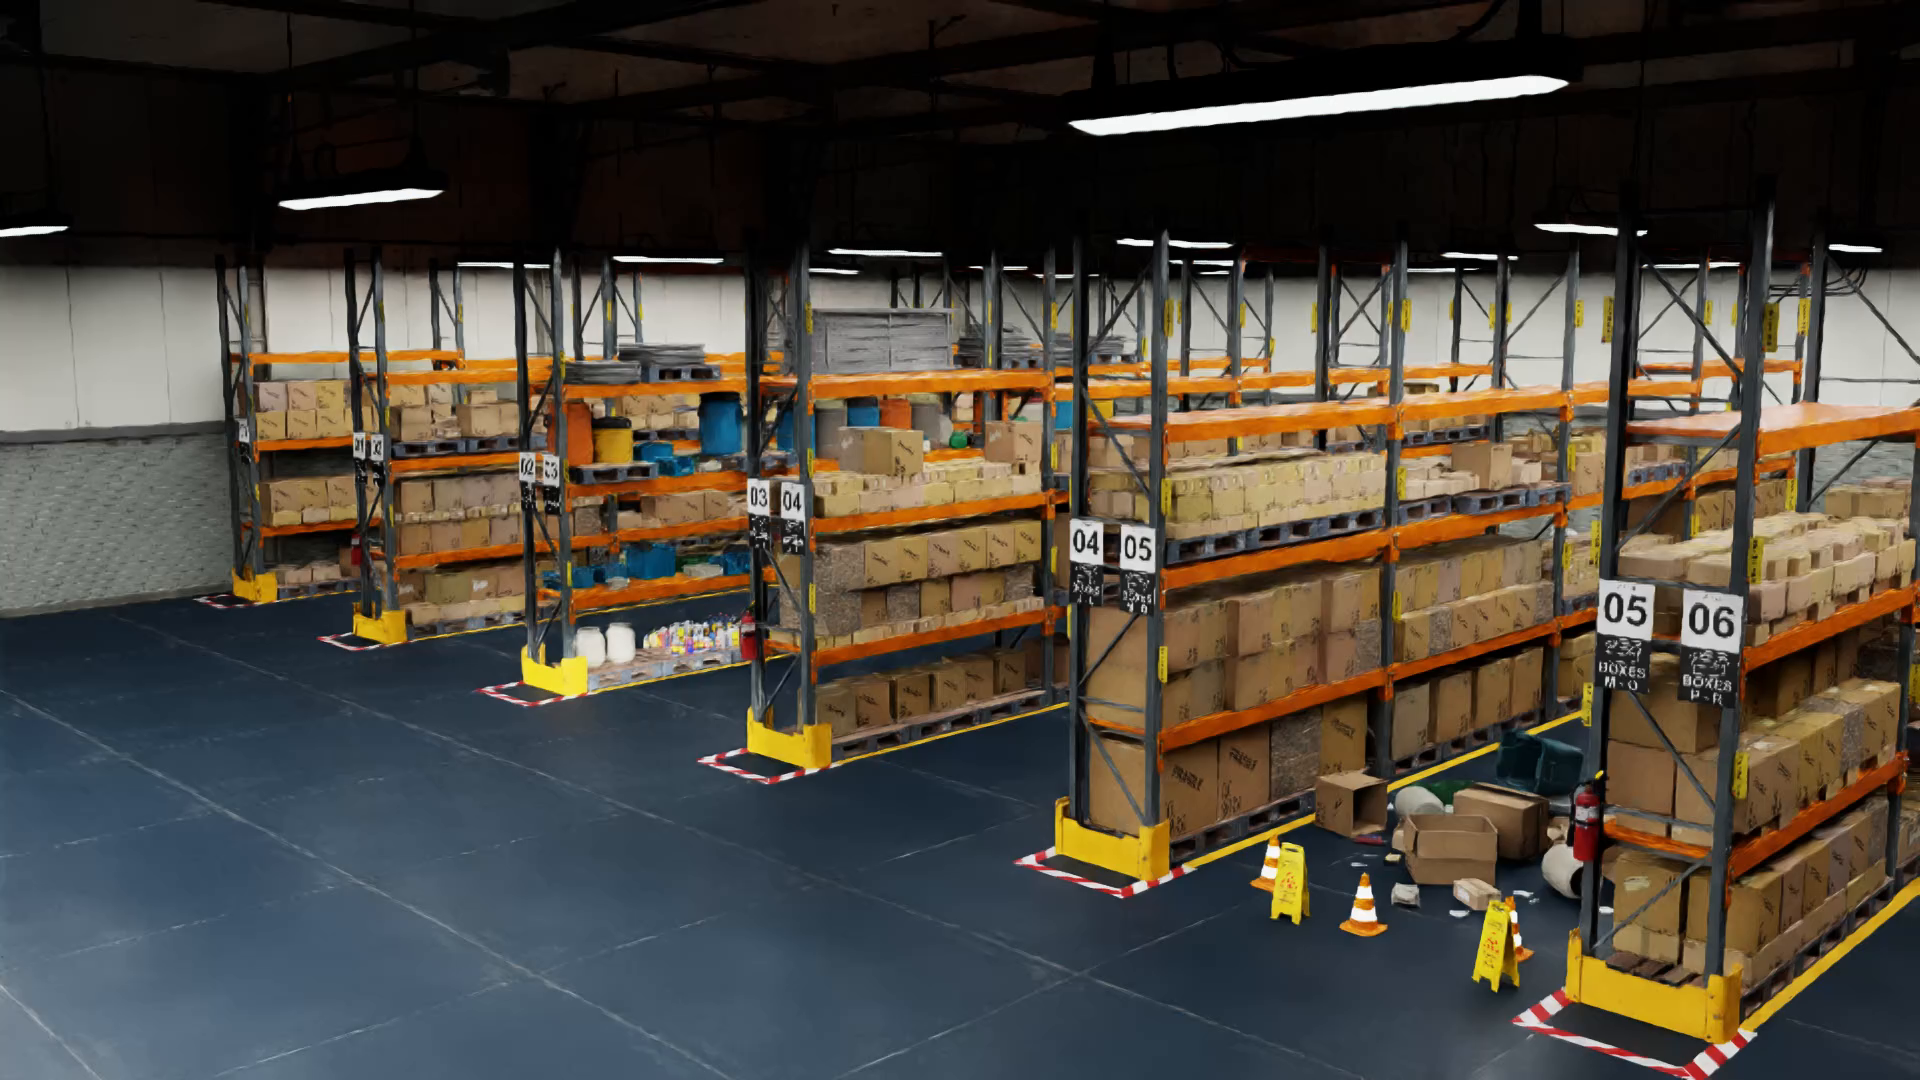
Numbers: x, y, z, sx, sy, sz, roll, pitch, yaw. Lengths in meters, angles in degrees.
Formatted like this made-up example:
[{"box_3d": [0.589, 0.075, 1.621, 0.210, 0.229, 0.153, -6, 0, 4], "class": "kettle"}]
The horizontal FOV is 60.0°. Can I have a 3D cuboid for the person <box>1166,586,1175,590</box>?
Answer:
[{"box_3d": [2.621, 1.346, 20.888, 0.463, 1.731, 0.598, 3, 9, 18], "class": "person"}]

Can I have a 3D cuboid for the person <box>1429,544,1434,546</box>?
[{"box_3d": [6.729, 0.943, 23.522, 0.451, 1.781, 0.605, 2, 8, 16], "class": "person"}]

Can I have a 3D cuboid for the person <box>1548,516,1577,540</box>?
[{"box_3d": [10.319, 0.341, 28.466, 0.592, 1.629, 0.532, 7, 11, 42], "class": "person"}]
